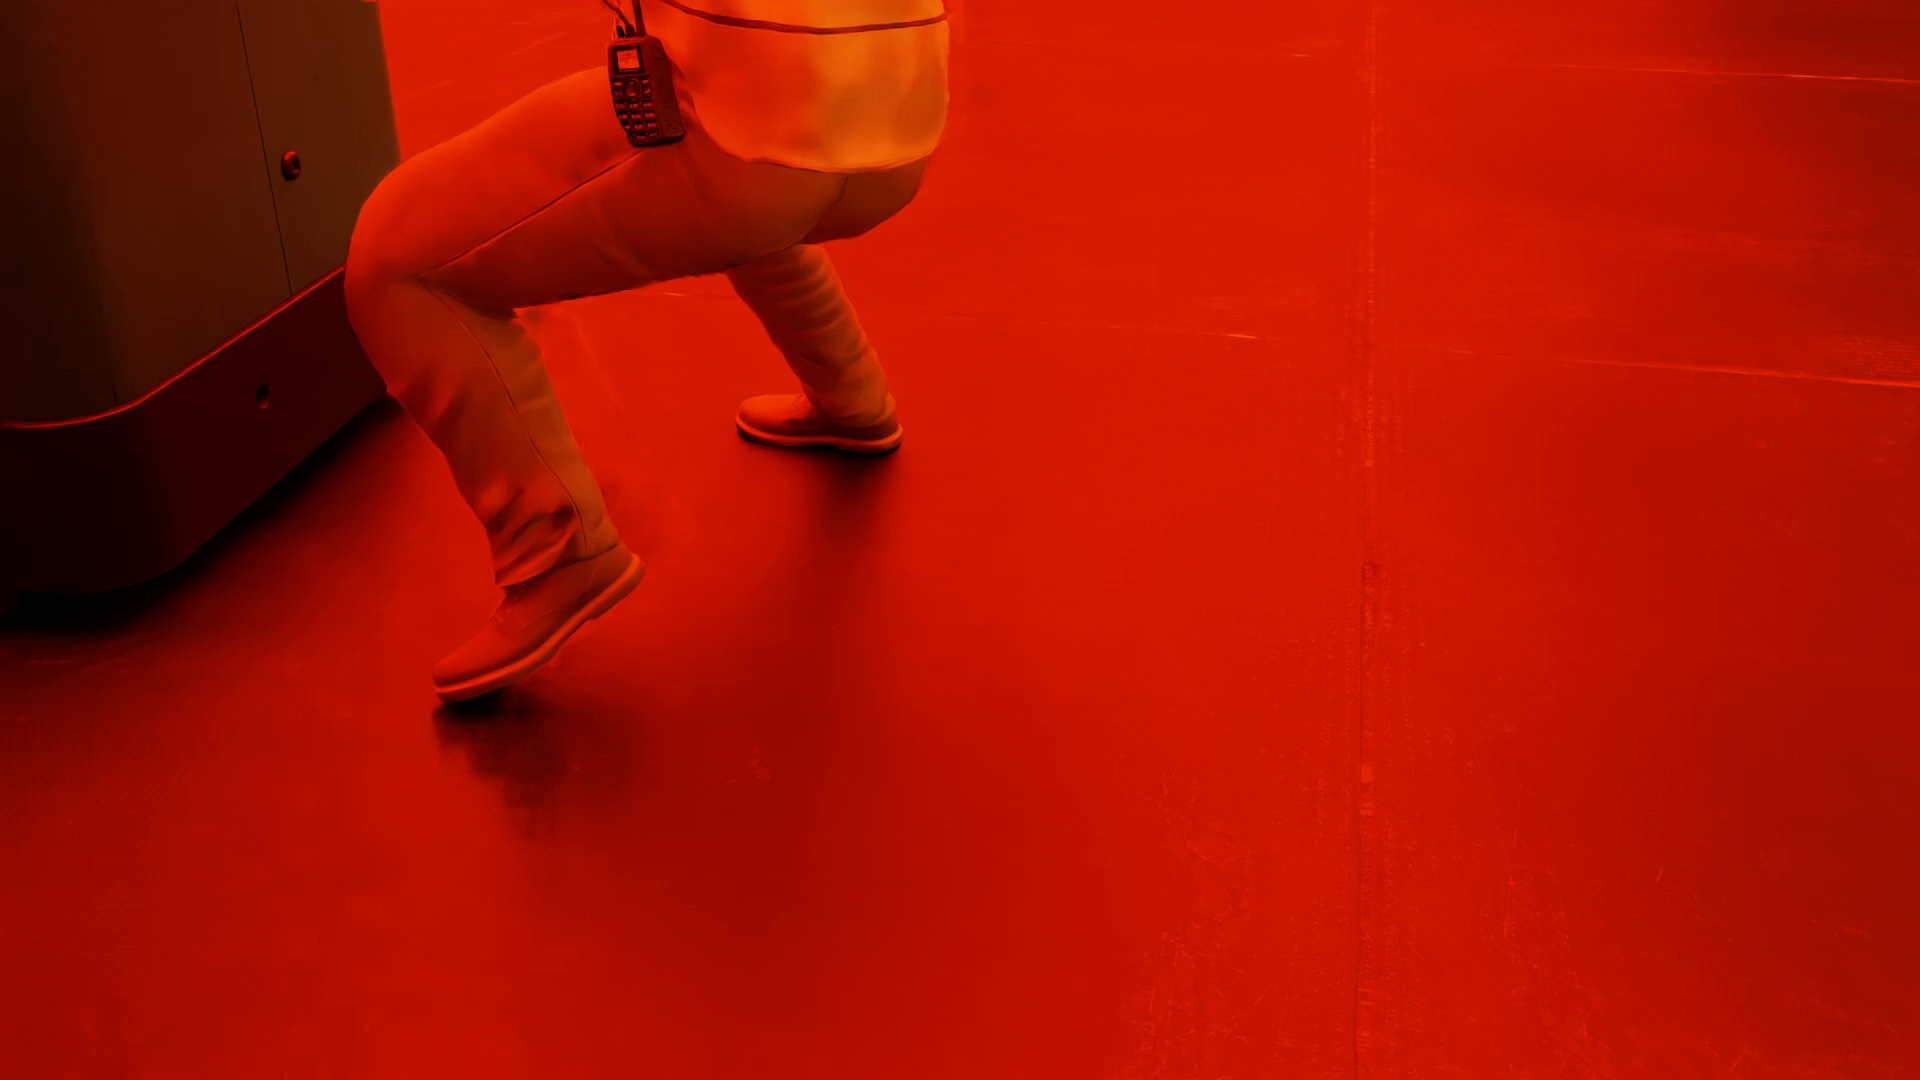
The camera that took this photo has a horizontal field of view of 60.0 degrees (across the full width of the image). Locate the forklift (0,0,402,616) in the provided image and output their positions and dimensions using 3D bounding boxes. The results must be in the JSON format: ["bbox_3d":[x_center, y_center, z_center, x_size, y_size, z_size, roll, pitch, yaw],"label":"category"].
[{"bbox_3d":[-2.513,-1.489,2.197,3.031,2.935,1.130,3,27,7],"label":"forklift"}]

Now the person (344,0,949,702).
[{"bbox_3d":[-0.378,-0.620,2.131,0.721,1.441,1.023,16,31,29],"label":"person"}]
